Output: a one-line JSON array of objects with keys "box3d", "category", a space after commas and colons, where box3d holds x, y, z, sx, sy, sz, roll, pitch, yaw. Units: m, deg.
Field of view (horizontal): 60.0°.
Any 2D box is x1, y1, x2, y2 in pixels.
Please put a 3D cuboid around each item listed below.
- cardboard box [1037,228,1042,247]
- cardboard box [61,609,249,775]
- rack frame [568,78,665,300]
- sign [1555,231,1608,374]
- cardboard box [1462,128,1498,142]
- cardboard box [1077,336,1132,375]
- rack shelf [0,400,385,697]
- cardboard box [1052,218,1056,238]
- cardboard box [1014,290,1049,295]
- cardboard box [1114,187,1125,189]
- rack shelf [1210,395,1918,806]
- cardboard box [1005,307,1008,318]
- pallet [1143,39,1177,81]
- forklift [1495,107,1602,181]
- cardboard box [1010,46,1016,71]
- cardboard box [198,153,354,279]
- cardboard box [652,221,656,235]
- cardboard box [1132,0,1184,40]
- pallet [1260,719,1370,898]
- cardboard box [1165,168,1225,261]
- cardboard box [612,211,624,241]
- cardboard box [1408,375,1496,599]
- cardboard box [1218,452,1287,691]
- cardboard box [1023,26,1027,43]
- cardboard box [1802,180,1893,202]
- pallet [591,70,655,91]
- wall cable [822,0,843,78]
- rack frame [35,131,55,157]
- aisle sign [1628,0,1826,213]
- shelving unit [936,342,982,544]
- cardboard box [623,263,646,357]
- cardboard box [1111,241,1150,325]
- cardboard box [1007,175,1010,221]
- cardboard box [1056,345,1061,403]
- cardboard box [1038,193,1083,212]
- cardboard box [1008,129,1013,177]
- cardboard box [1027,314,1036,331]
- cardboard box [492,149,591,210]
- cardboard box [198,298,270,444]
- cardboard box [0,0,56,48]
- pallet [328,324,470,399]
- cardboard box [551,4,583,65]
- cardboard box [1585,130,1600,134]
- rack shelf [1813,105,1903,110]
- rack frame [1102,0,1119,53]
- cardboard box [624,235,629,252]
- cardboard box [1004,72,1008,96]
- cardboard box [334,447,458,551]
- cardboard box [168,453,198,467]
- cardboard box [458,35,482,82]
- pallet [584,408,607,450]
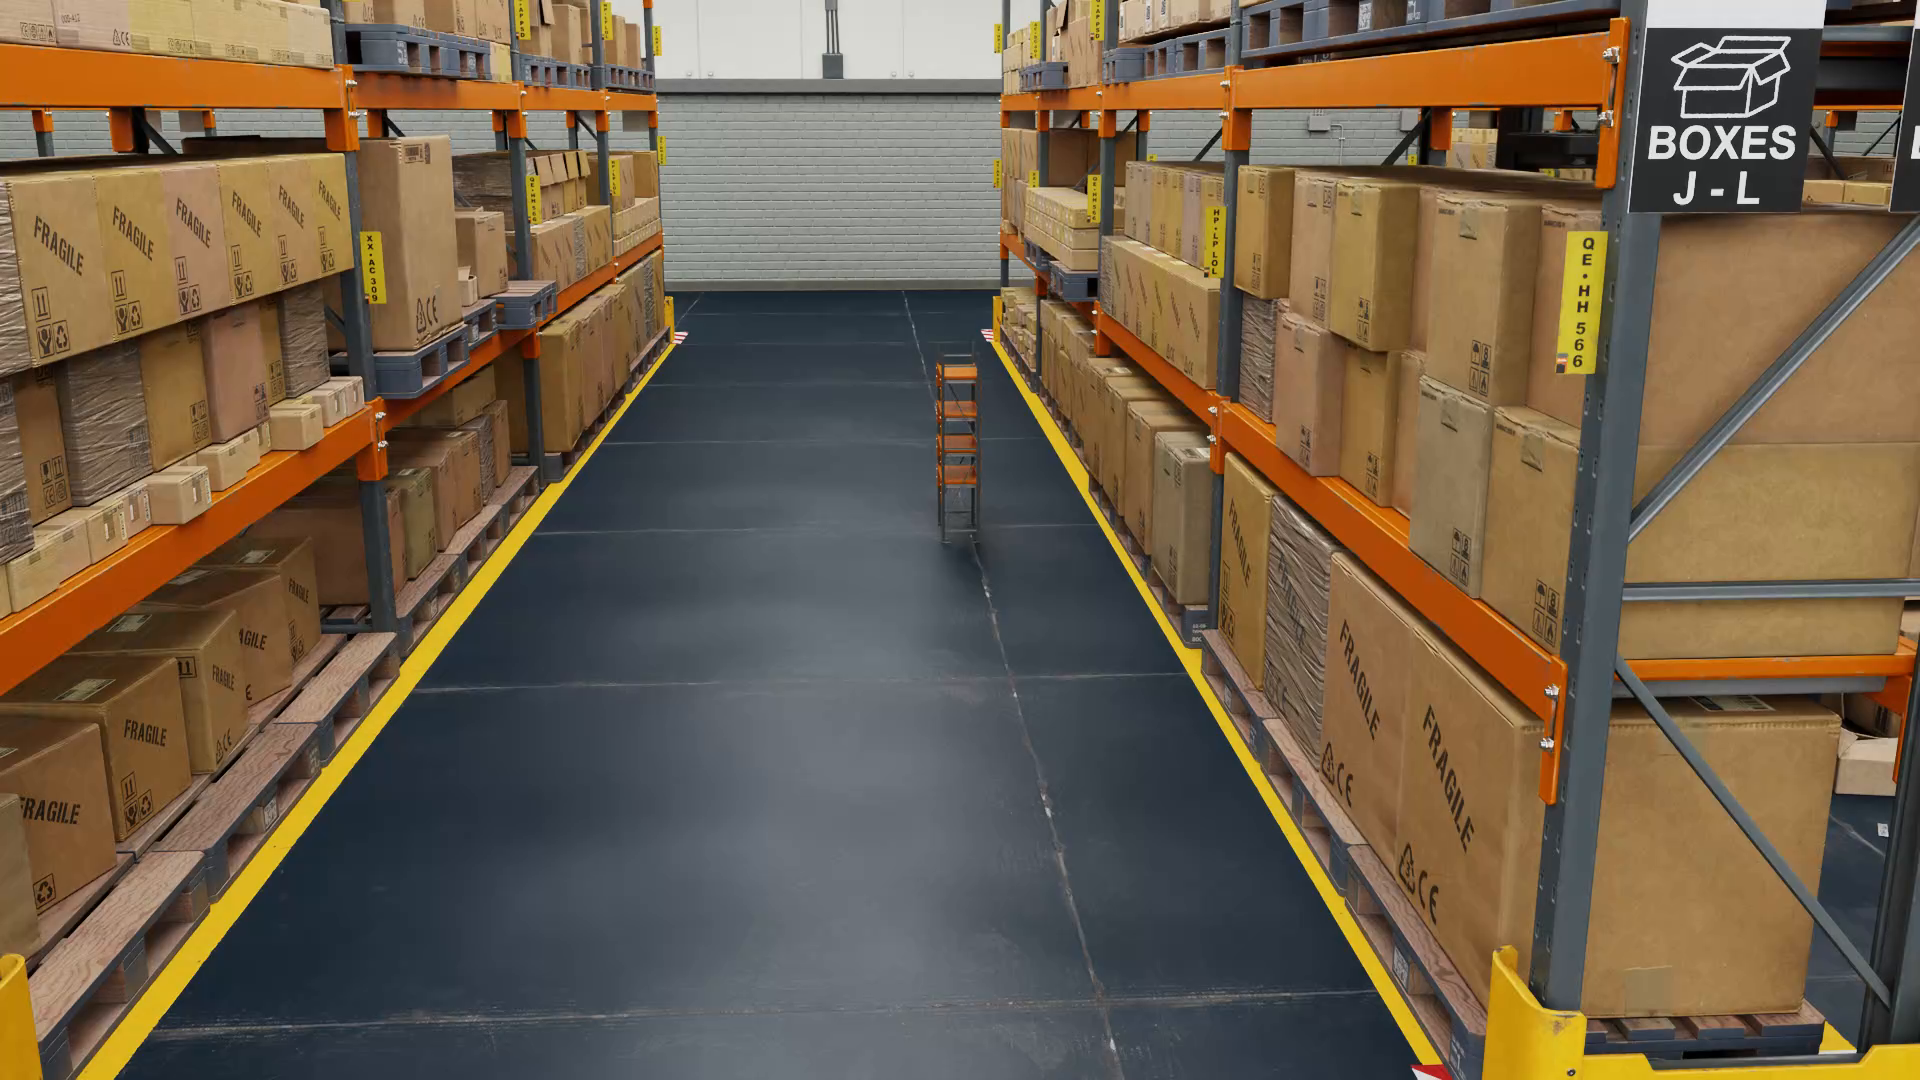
[{"box3d": [0.860, -2.577, 14.184, 0.380, 0.149, 0.250, -2, 15, -6], "category": "cardboard box"}, {"box3d": [-3.086, 0.586, 6.401, 0.500, 0.500, 0.500, -2, 15, -8], "category": "cardboard box"}, {"box3d": [-3.975, -3.801, 19.279, 1.000, 3.000, 0.127, -1, 14, -3], "category": "rack frame"}, {"box3d": [1.431, -0.544, 3.820, 0.100, 0.325, 0.005, -1, 14, -3], "category": "sign"}, {"box3d": [5.754, -4.448, 18.284, 0.380, 0.149, 0.250, -1, 14, -3], "category": "cardboard box"}, {"box3d": [1.174, -1.385, 12.557, 0.500, 0.250, 0.500, -1, 14, -5], "category": "cardboard box"}, {"box3d": [-3.107, 0.029, 5.836, 1.077, 0.370, 4.000, -1, 14, -3], "category": "rack shelf"}, {"box3d": [0.927, -2.460, 13.132, 0.380, 0.149, 0.250, -1, 14, -4], "category": "cardboard box"}, {"box3d": [0.813, -2.761, 18.921, 0.380, 0.149, 0.250, -1, 14, -2], "category": "cardboard box"}, {"box3d": [1.450, -3.130, 15.141, 0.380, 0.149, 0.250, 0, 14, -1], "category": "cardboard box"}, {"box3d": [1.849, -0.022, 6.036, 1.077, 0.370, 4.000, -1, 14, -3], "category": "rack shelf"}, {"box3d": [0.719, -2.616, 18.954, 0.380, 0.149, 0.250, -1, 14, -4], "category": "cardboard box"}, {"box3d": [1.643, -2.786, 9.695, 1.003, 0.211, 1.213, 0, 14, -1], "category": "pallet"}, {"box3d": [3.976, -1.473, 10.369, 1.130, 2.935, 3.031, -2, 15, -8], "category": "forklift"}, {"box3d": [0.803, -5.106, 17.628, 0.500, 0.250, 0.500, -1, 14, -3], "category": "cardboard box"}, {"box3d": [-2.929, -1.385, 7.087, 0.500, 0.500, 0.500, -1, 14, -3], "category": "cardboard box"}, {"box3d": [-3.592, -3.468, 18.490, 0.380, 0.149, 0.250, -1, 14, -3], "category": "cardboard box"}, {"box3d": [1.334, -3.186, 10.129, 0.500, 0.250, 0.500, 0, 14, -2], "category": "cardboard box"}, {"box3d": [1.773, 0.977, 6.305, 1.003, 0.211, 1.213, -1, 14, -3], "category": "pallet"}, {"box3d": [1.594, -1.903, 9.696, 0.700, 0.500, 0.500, -1, 14, -4], "category": "cardboard box"}, {"box3d": [-3.494, -2.998, 15.864, 0.500, 0.250, 0.500, -1, 14, -4], "category": "cardboard box"}, {"box3d": [1.849, -0.174, 4.880, 0.875, 0.550, 0.550, -1, 14, -3], "category": "cardboard box"}, {"box3d": [1.695, 0.115, 7.480, 0.875, 0.875, 0.875, -1, 14, -3], "category": "cardboard box"}, {"box3d": [0.832, -5.067, 16.680, 0.380, 0.149, 0.250, -1, 14, -4], "category": "cardboard box"}, {"box3d": [6.209, -2.244, 11.590, 0.500, 0.500, 0.500, -1, 14, -5], "category": "cardboard box"}, {"box3d": [-3.918, -5.026, 18.199, 1.003, 0.211, 1.213, -1, 14, -3], "category": "pallet"}, {"box3d": [-0.885, -9.724, 23.803, 2.277, 5.999, 0.120, -1, 14, -3], "category": "wall cable"}, {"box3d": [-8.670, -2.729, 15.115, 1.000, 3.000, 0.127, -1, 14, -3], "category": "rack frame"}, {"box3d": [1.678, -1.110, 3.602, 0.394, 0.787, 0.004, -1, 14, -3], "category": "aisle sign"}, {"box3d": [-0.010, -0.622, 10.537, 0.258, 1.200, 0.503, -1, 14, -3], "category": "shelving unit"}, {"box3d": [-3.744, -2.370, 17.137, 0.875, 0.875, 0.875, -1, 14, -3], "category": "cardboard box"}, {"box3d": [1.270, -1.669, 10.792, 0.500, 0.500, 0.500, -1, 14, -4], "category": "cardboard box"}, {"box3d": [0.793, -3.796, 18.463, 0.500, 0.500, 0.500, -1, 14, -3], "category": "cardboard box"}, {"box3d": [1.091, -1.401, 14.124, 0.500, 0.500, 0.500, -1, 14, -2], "category": "cardboard box"}, {"box3d": [0.861, -2.863, 14.103, 0.380, 0.149, 0.250, -1, 14, -4], "category": "cardboard box"}, {"box3d": [0.792, -4.158, 17.863, 0.500, 0.500, 0.500, -1, 14, -5], "category": "cardboard box"}, {"box3d": [0.870, -2.177, 16.654, 0.380, 0.149, 0.250, -1, 14, -4], "category": "cardboard box"}, {"box3d": [-3.679, -3.181, 14.658, 0.797, 0.503, 0.637, -1, 14, -5], "category": "cardboard box"}, {"box3d": [-3.138, -0.648, 6.229, 0.875, 0.500, 0.500, -1, 14, -3], "category": "cardboard box"}, {"box3d": [-2.793, -1.454, 4.437, 0.500, 0.250, 0.500, -1, 14, -5], "category": "cardboard box"}, {"box3d": [-3.133, -0.916, 8.451, 1.003, 0.211, 1.213, -1, 14, -3], "category": "pallet"}, {"box3d": [-3.681, -4.366, 14.414, 0.700, 0.500, 0.500, -1, 14, -2], "category": "cardboard box"}, {"box3d": [6.372, -3.952, 16.356, 0.380, 0.149, 0.250, -1, 14, -3], "category": "cardboard box"}, {"box3d": [6.536, -2.571, 9.923, 1.077, 0.370, 4.000, -1, 14, -3], "category": "rack shelf"}, {"box3d": [1.478, -4.768, 10.998, 1.000, 3.000, 0.127, -1, 14, -3], "category": "rack frame"}, {"box3d": [-3.446, -2.894, 16.258, 0.380, 0.149, 0.250, 0, 14, -2], "category": "cardboard box"}, {"box3d": [0.755, -5.117, 18.674, 0.500, 0.250, 0.500, 0, 14, -1], "category": "cardboard box"}, {"box3d": [-3.294, -0.230, 9.534, 0.700, 0.500, 0.500, -2, 15, -8], "category": "cardboard box"}, {"box3d": [-2.907, -0.209, 5.823, 0.380, 0.149, 0.250, -1, 14, -3], "category": "cardboard box"}, {"box3d": [-3.132, -2.829, 9.782, 0.500, 0.250, 0.500, 0, 14, -2], "category": "cardboard box"}, {"box3d": [-3.525, -0.961, 13.836, 1.003, 0.211, 1.213, -1, 14, -3], "category": "pallet"}]
